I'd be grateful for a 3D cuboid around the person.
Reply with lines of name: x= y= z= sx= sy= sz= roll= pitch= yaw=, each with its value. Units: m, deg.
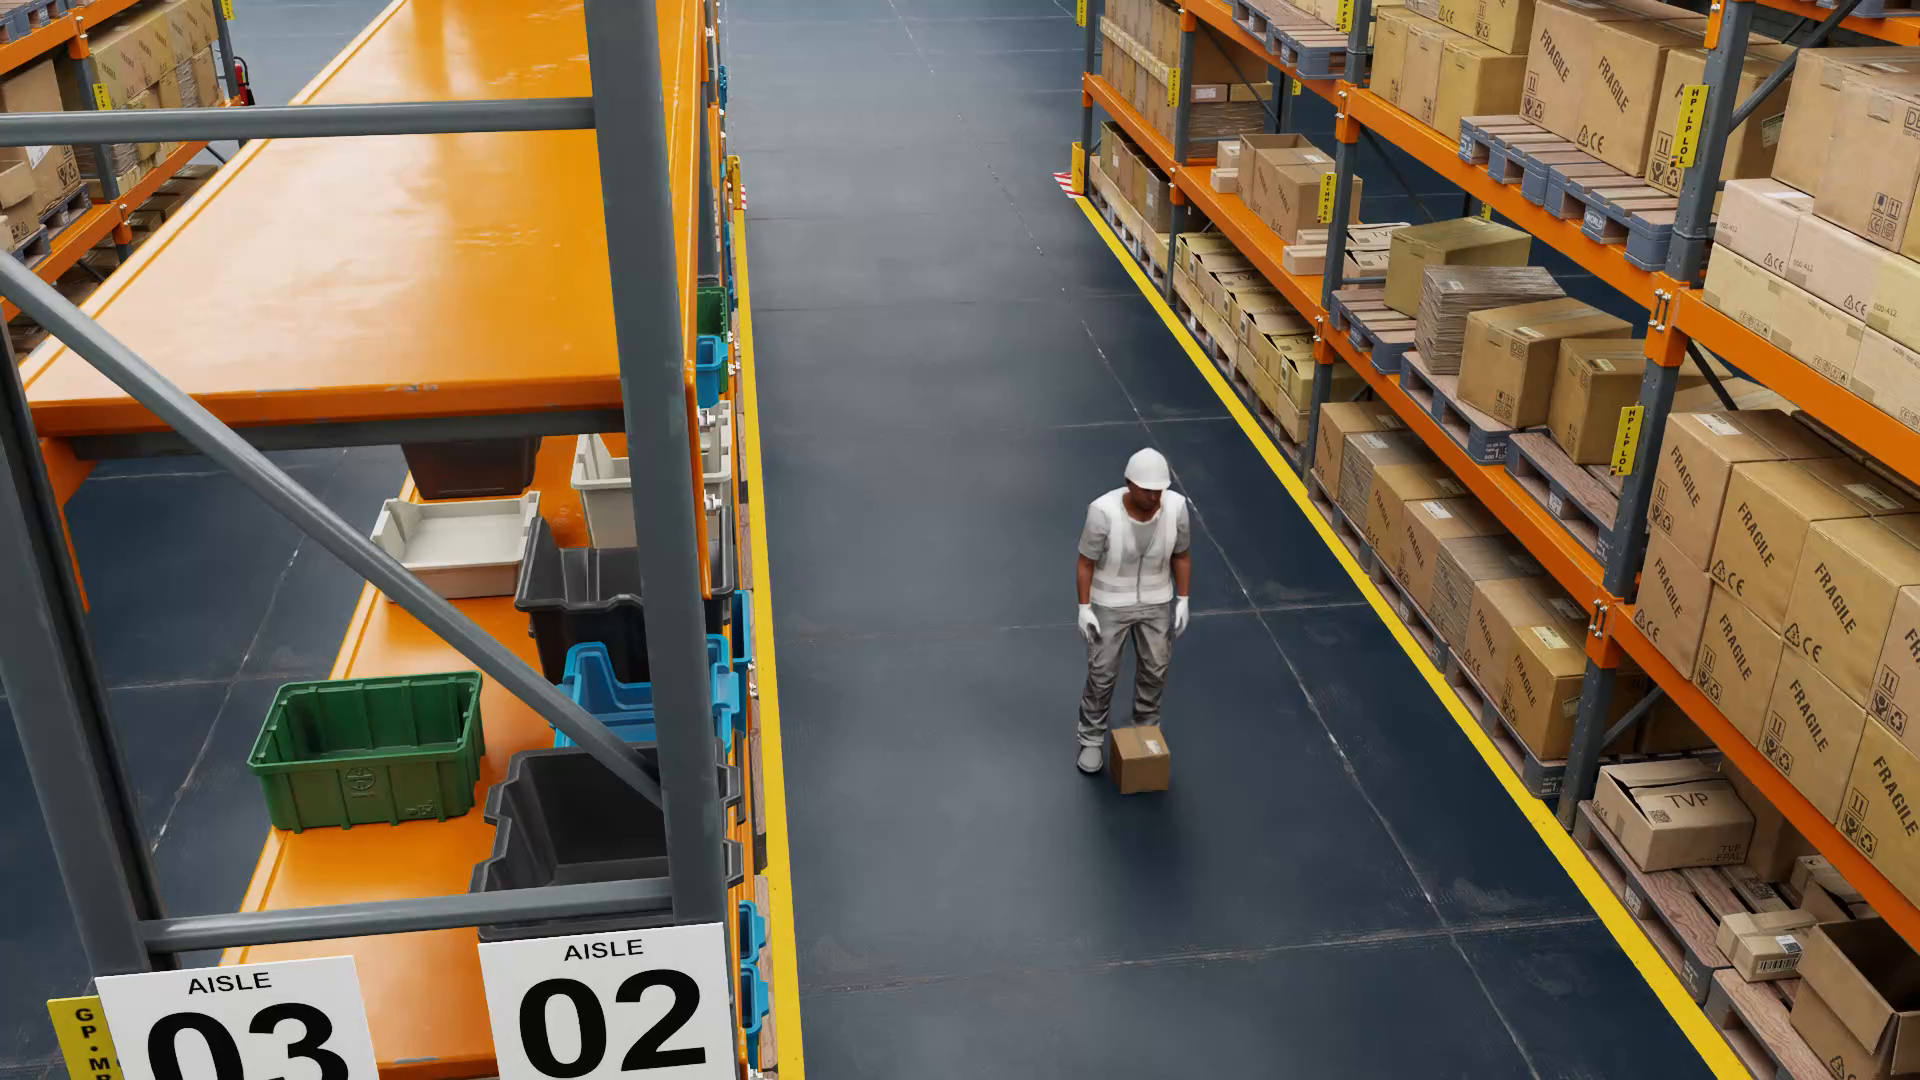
person: x=0.878 y=0.339 z=8.424 sx=0.595 sy=1.775 sz=0.440 roll=-5 pitch=27 yaw=-9
